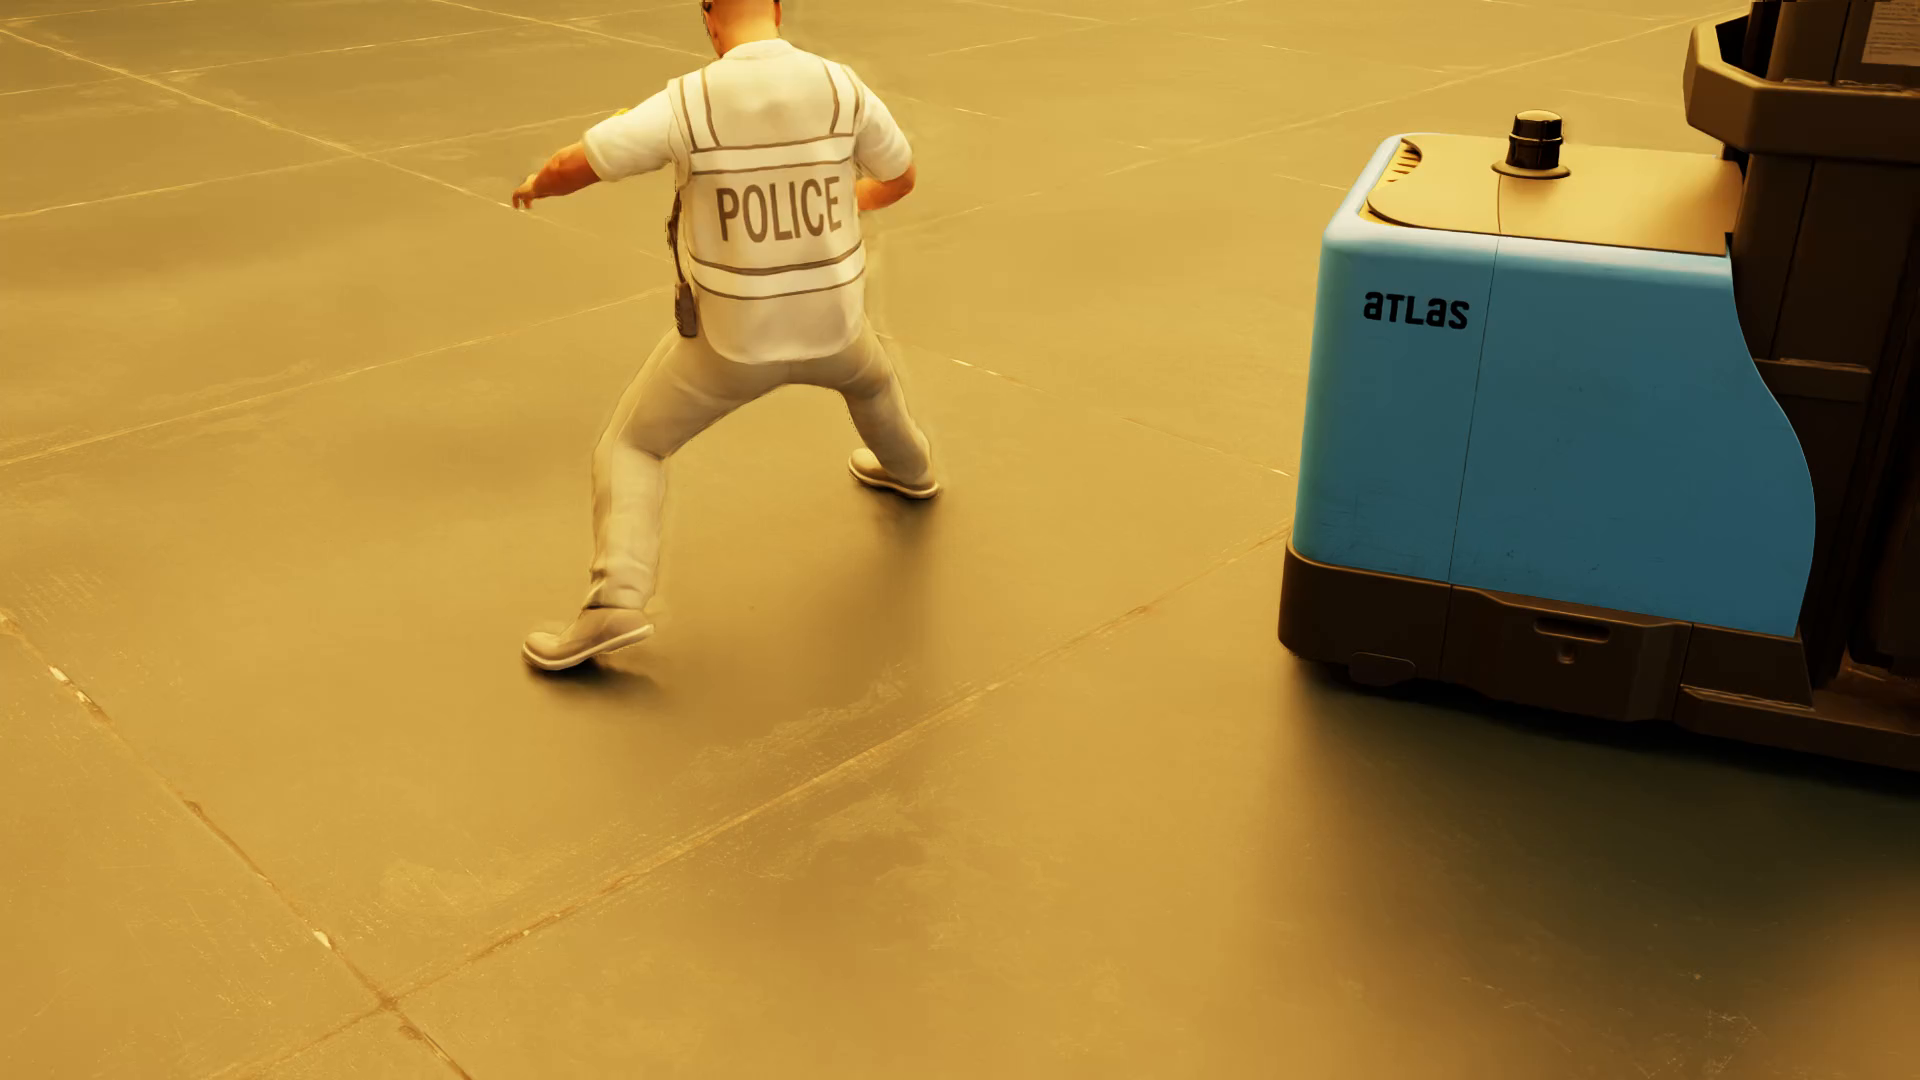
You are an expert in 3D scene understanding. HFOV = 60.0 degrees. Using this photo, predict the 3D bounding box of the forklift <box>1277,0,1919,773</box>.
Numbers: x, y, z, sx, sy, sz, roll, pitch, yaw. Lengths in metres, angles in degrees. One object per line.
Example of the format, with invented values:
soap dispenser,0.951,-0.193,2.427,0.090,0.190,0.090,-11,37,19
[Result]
forklift,2.320,-0.975,3.202,3.031,2.935,1.130,9,28,18

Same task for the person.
person,-0.569,-0.633,4.080,1.265,1.565,0.932,-10,28,-20
